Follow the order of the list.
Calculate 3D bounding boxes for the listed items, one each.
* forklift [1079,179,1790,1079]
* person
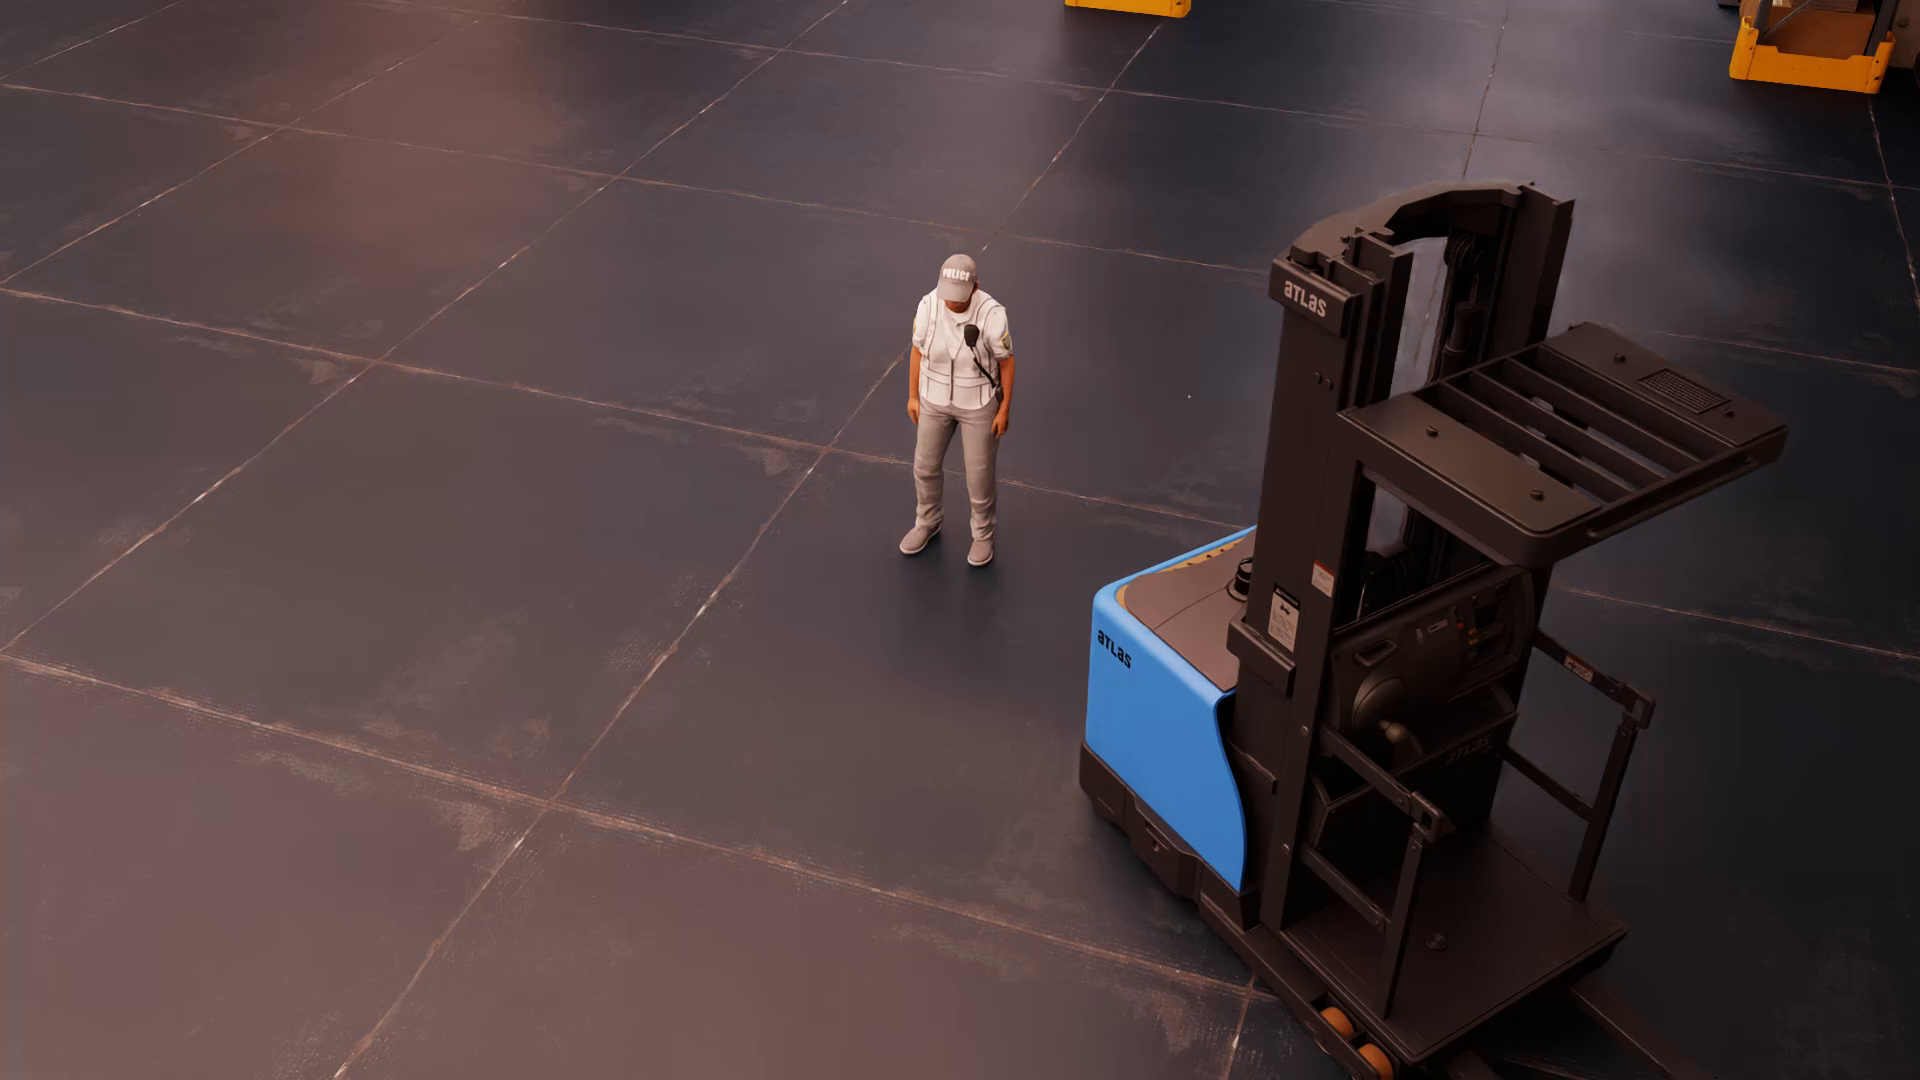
[{"bbox_3d":[1.722,0.445,5.483,1.130,2.935,3.031,-20,40,-26],"label":"forklift"},{"bbox_3d":[-0.017,-0.654,8.129,0.546,1.666,0.466,10,37,14],"label":"person"}]
